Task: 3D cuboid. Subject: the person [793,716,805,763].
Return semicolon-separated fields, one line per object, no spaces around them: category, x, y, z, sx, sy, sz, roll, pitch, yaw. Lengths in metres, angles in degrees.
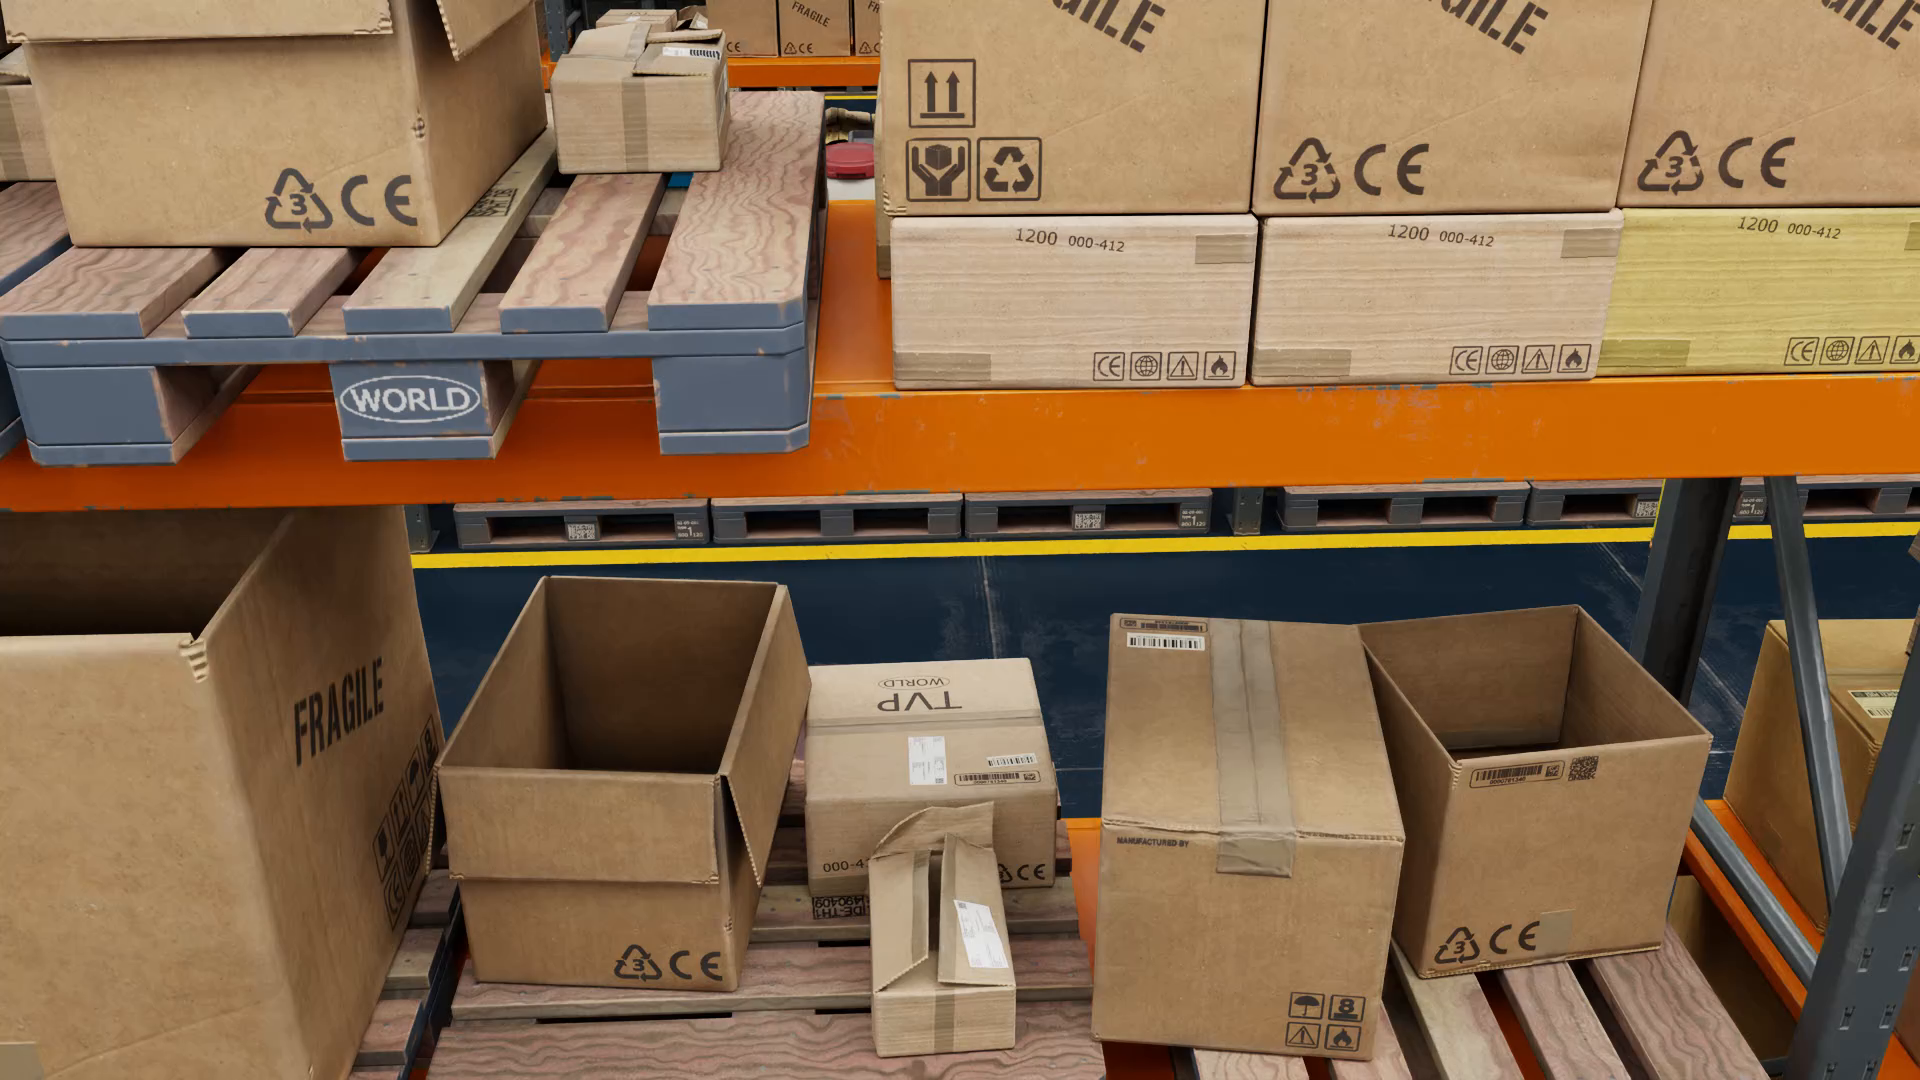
person;-0.581;0.928;5.519;0.581;0.855;0.930;-2;27;-3
